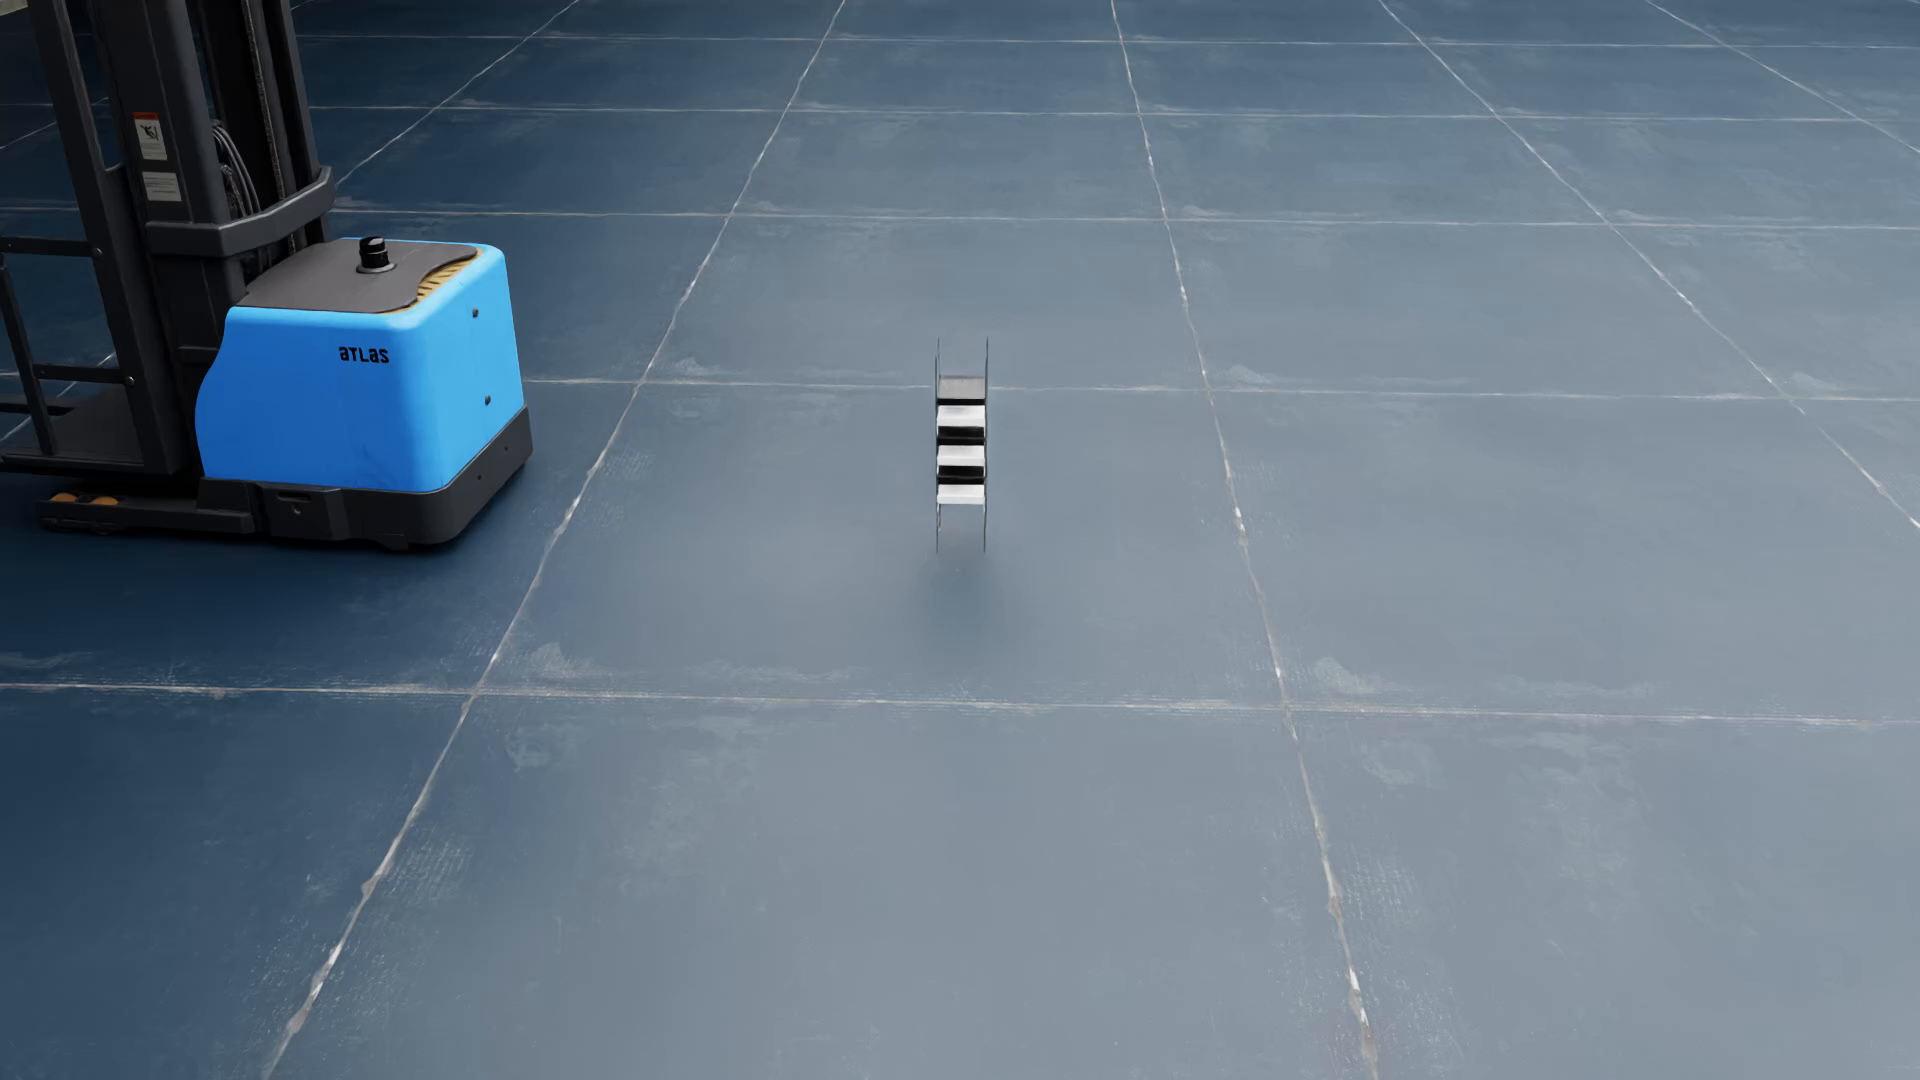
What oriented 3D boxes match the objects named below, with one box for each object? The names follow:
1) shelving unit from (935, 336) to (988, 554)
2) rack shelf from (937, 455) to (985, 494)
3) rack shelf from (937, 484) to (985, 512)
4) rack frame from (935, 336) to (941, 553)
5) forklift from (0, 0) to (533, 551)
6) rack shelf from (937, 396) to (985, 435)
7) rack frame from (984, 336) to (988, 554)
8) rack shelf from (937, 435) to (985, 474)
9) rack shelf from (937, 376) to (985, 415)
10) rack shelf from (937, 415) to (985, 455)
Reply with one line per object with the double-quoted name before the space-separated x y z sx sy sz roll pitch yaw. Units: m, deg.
"shelving unit" 0.008 -0.397 7.039 0.210 0.900 0.258 1 28 2
"rack shelf" 0.008 -0.288 7.097 0.200 0.077 0.258 1 28 2
"rack shelf" 0.008 -0.209 7.139 0.200 0.077 0.258 1 28 2
"rack frame" -0.093 -0.399 7.042 0.006 0.900 0.240 1 28 2
"forklift" -3.587 -1.557 7.058 3.031 2.935 1.130 4 28 8
"rack shelf" 0.008 -0.527 6.970 0.200 0.077 0.258 1 28 2
"rack frame" 0.110 -0.396 7.036 0.006 0.900 0.240 1 28 2
"rack shelf" 0.008 -0.368 7.055 0.200 0.077 0.258 1 28 2
"rack shelf" 0.008 -0.607 6.928 0.200 0.077 0.258 1 28 2
"rack shelf" 0.008 -0.448 7.012 0.200 0.077 0.258 1 28 2
